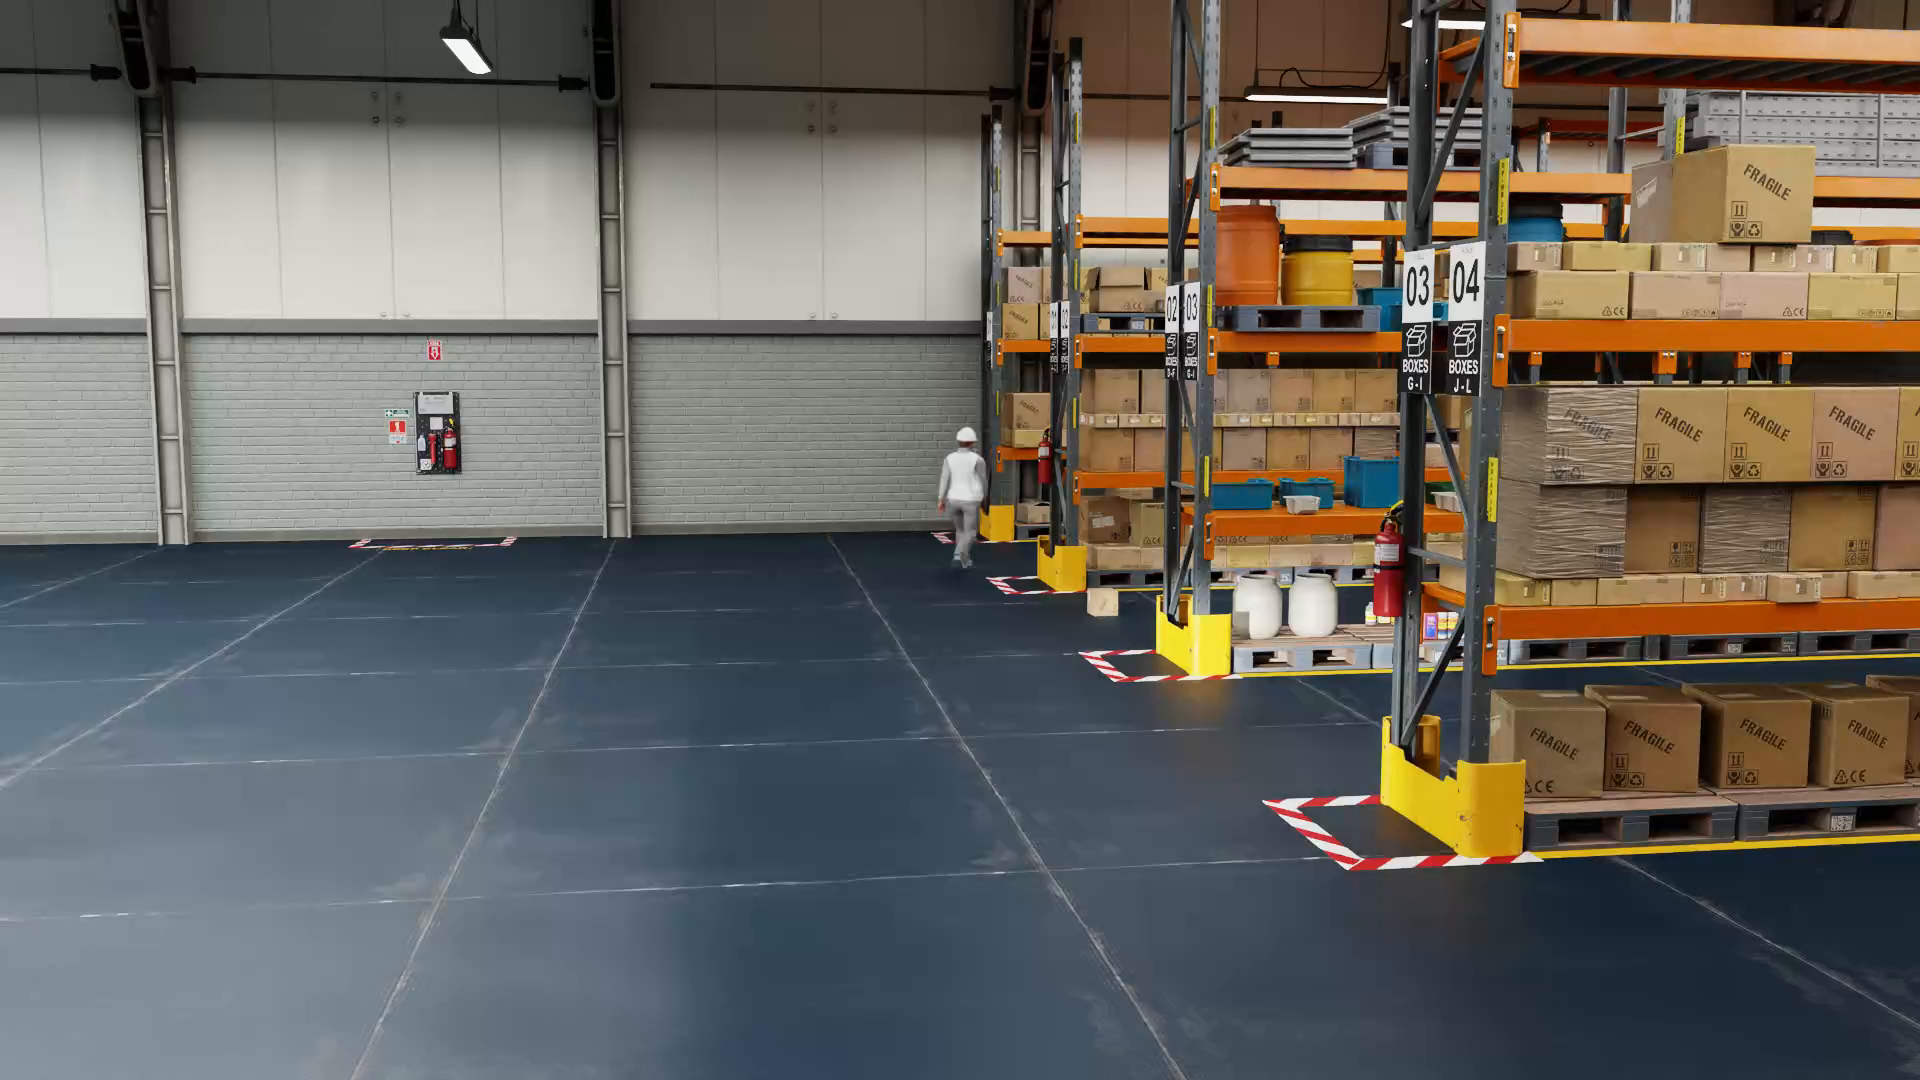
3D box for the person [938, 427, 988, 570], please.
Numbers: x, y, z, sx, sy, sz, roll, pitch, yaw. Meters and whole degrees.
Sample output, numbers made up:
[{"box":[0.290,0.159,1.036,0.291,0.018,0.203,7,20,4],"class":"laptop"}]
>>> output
[{"box":[0.056,-0.479,19.887,0.569,1.734,0.899,3,7,22],"class":"person"}]
